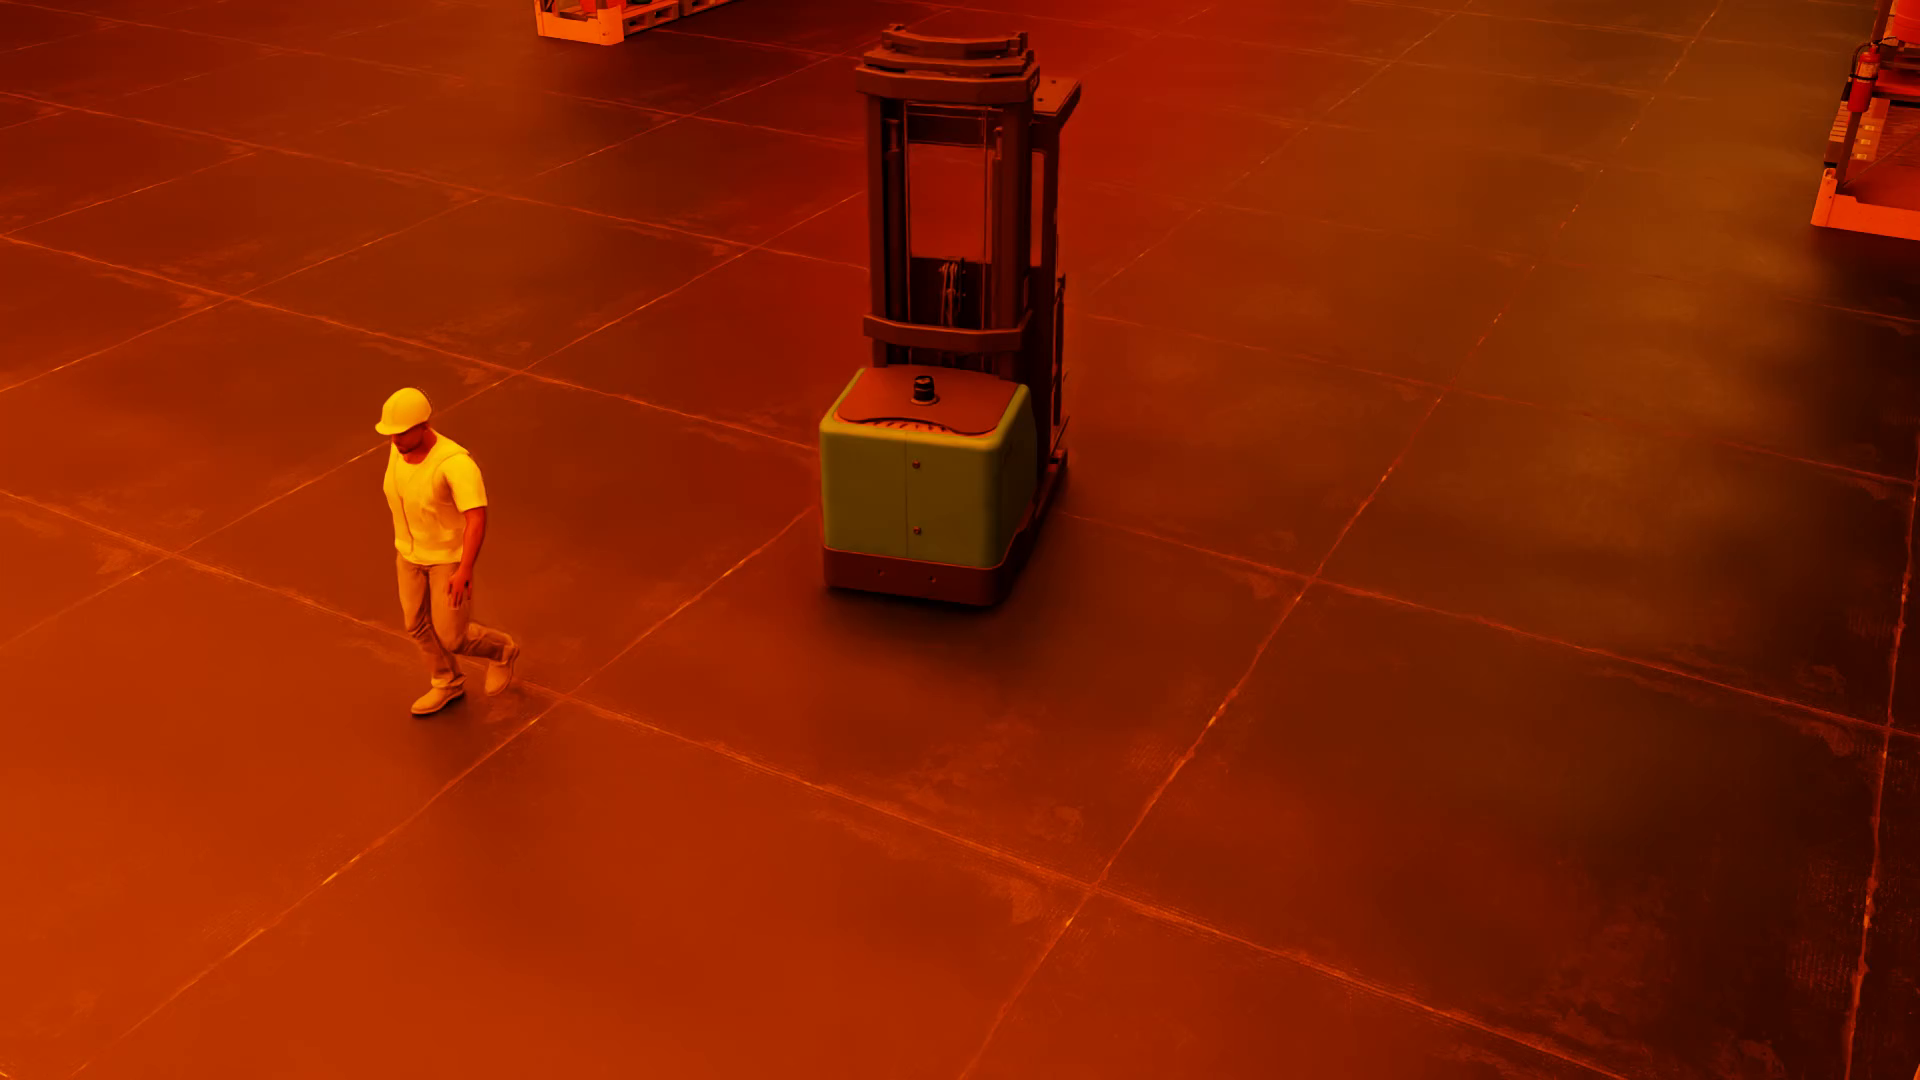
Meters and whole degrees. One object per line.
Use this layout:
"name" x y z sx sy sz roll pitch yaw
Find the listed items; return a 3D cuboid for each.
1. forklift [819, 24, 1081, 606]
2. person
"forklift" 0.070 -1.626 9.888 1.130 2.935 3.031 7 31 12
"person" -2.552 0.054 8.164 0.800 1.747 0.539 16 34 26
